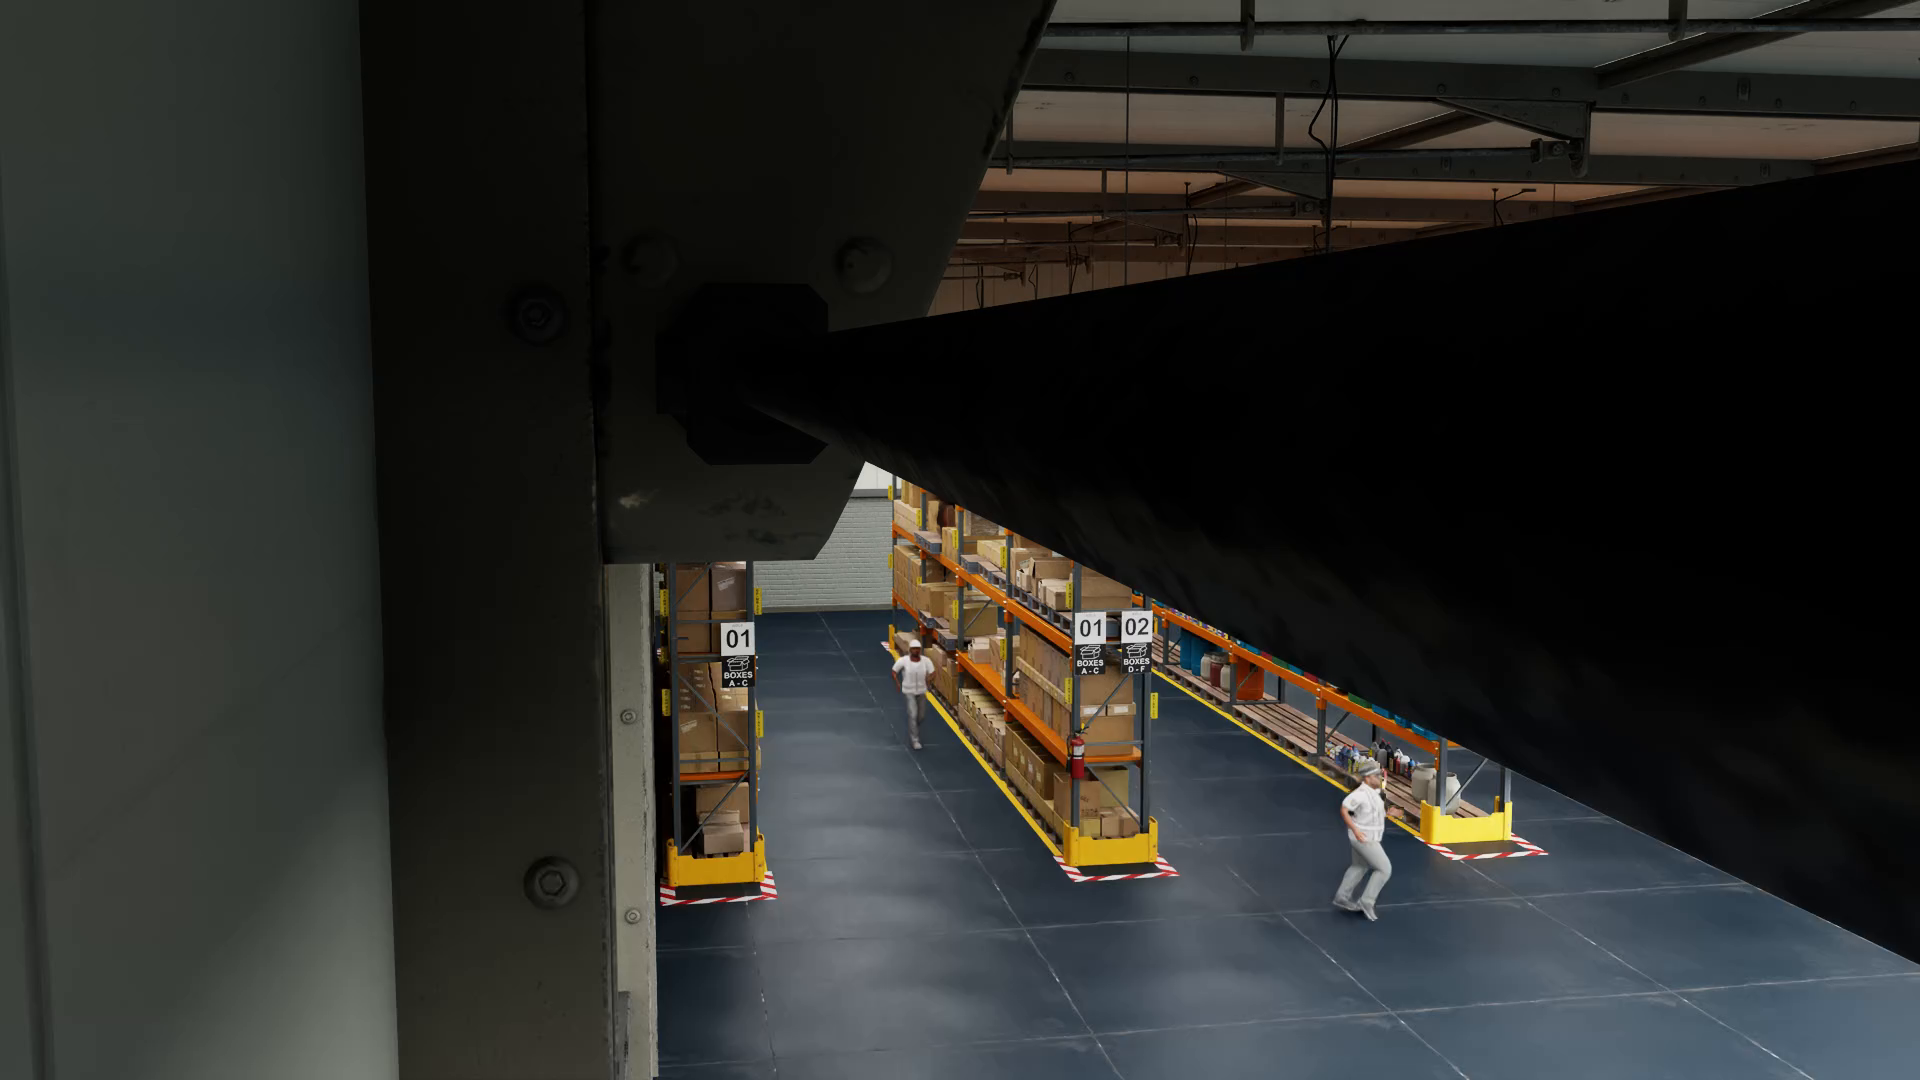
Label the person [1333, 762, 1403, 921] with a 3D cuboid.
[{"bbox_3d":[4.659,3.426,18.978,0.752,1.842,0.626,2,6,17],"label":"person"}]

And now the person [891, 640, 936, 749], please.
[{"bbox_3d":[-0.737,2.504,27.303,0.722,1.754,0.835,-2,6,-17],"label":"person"}]
